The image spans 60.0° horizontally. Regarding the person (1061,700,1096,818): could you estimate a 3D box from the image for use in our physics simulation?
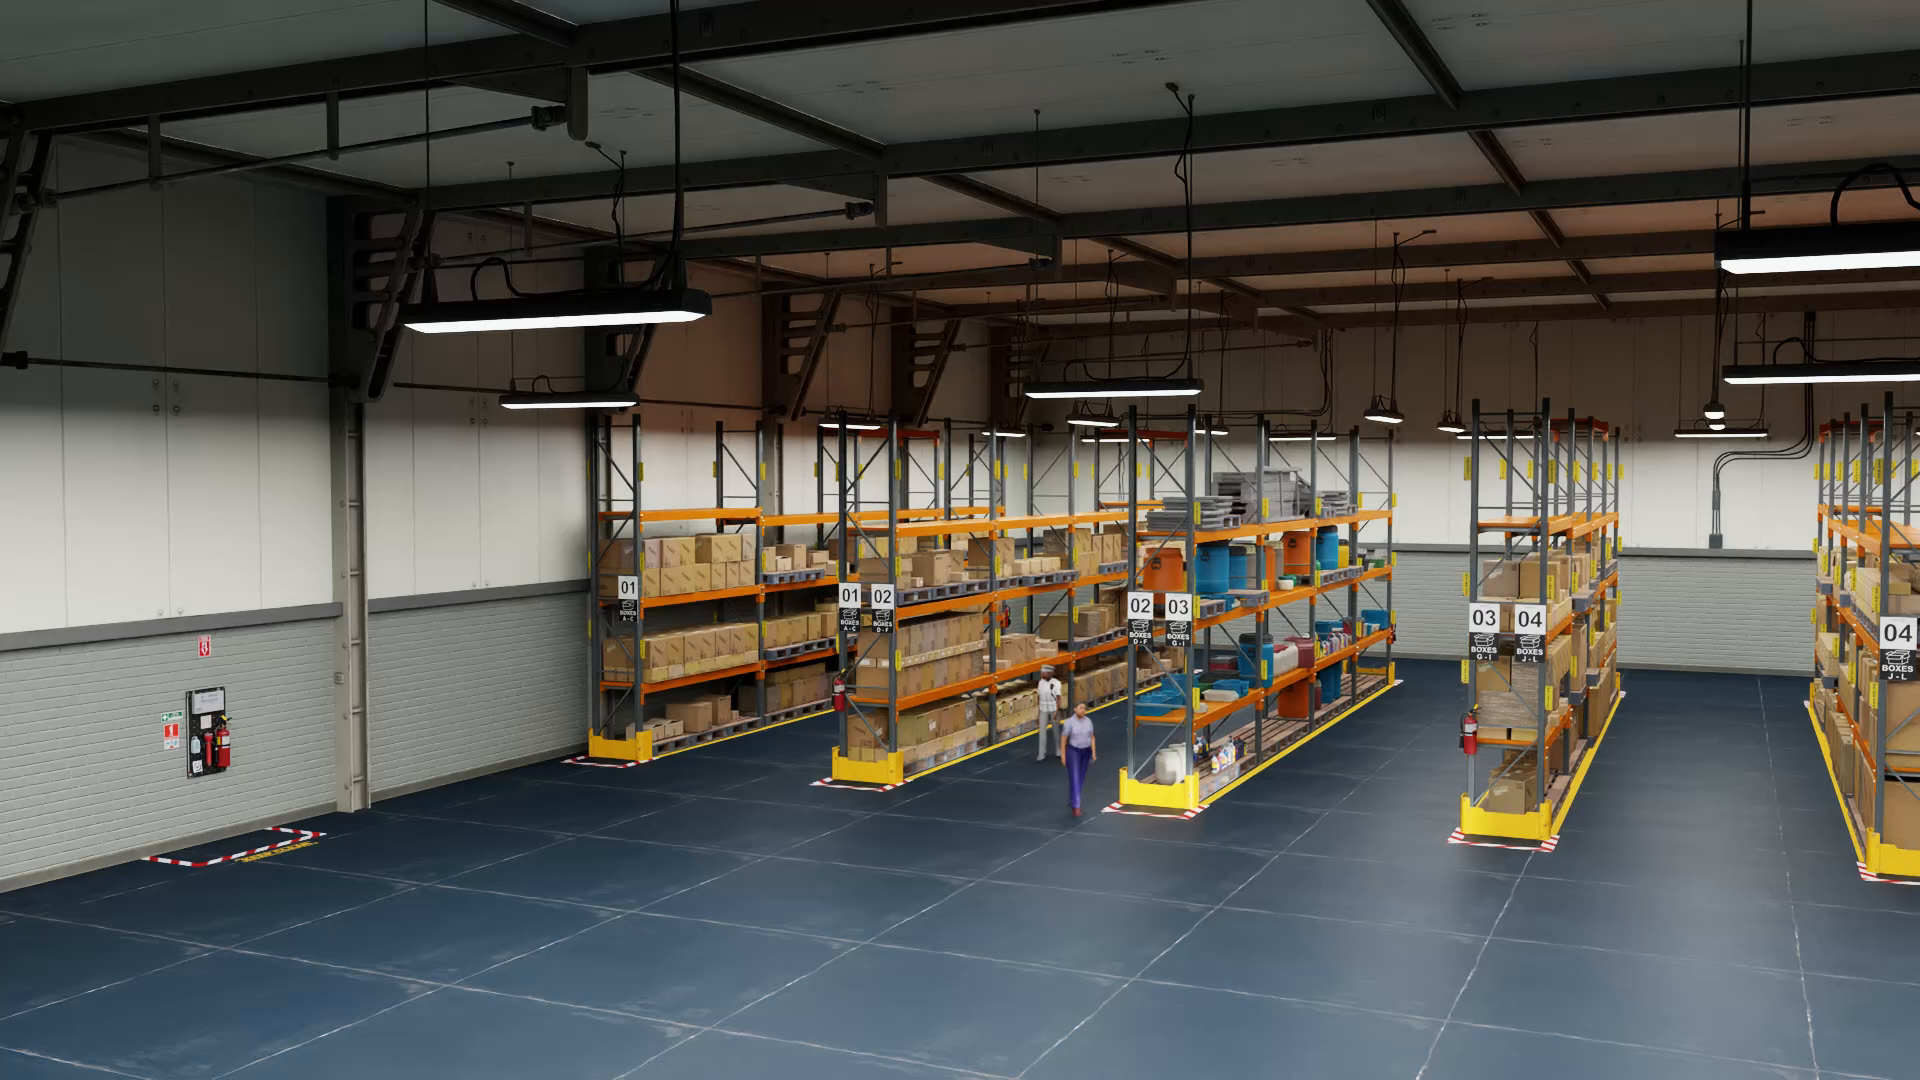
[{"bbox_3d":[1.753,3.185,24.381,0.533,1.655,0.663,-2,3,-34],"label":"person"}]

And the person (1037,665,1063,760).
[{"bbox_3d":[1.538,2.980,28.839,0.474,1.626,0.962,1,2,19],"label":"person"}]
